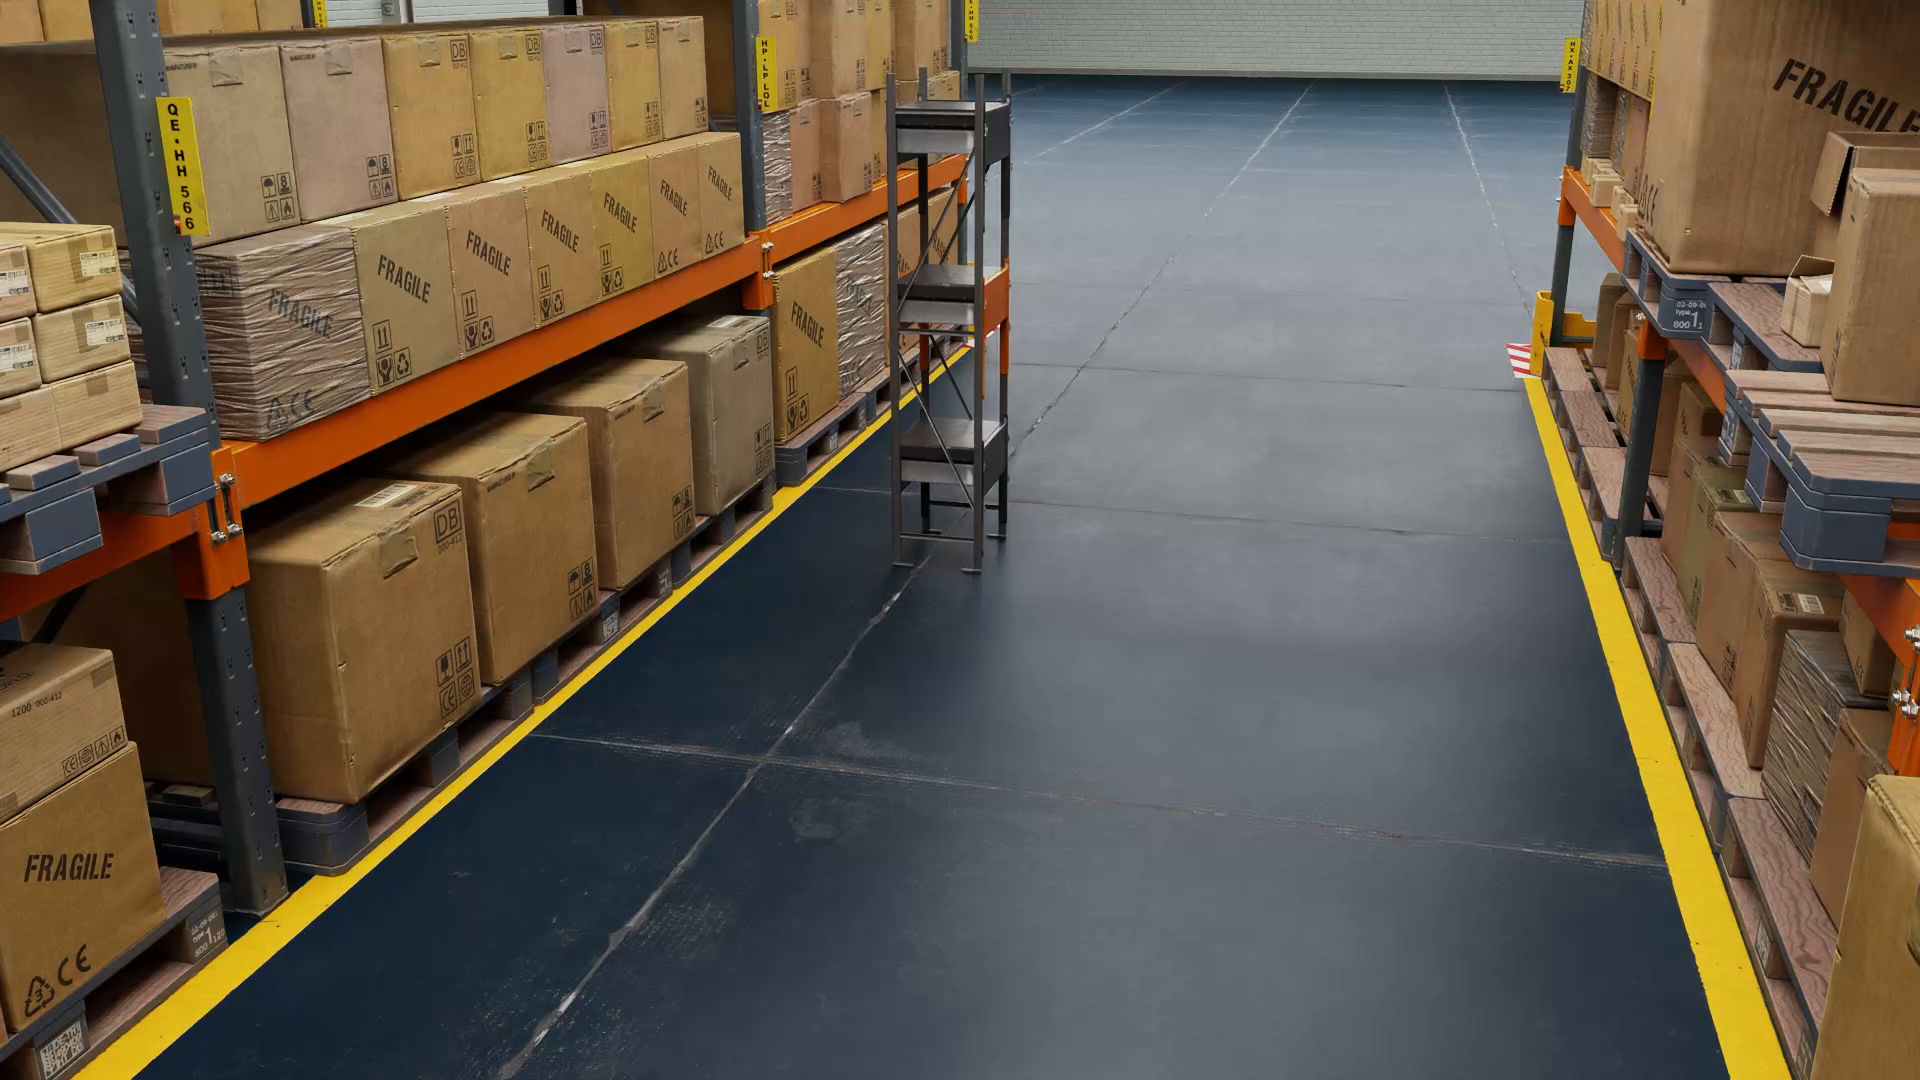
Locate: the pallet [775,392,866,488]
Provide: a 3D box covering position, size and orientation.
[{"bbox_3d":[-1.162,-0.592,9.094,1.003,0.211,1.213,5,19,13],"label":"pallet"}]

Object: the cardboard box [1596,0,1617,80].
[{"bbox_3d":[3.690,-2.707,8.811,0.500,0.500,0.500,5,19,13],"label":"cardboard box"}]

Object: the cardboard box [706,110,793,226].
[{"bbox_3d":[-1.345,-1.867,8.281,0.875,0.550,0.550,5,19,13],"label":"cardboard box"}]

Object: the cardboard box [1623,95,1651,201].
[{"bbox_3d":[3.712,-1.899,7.991,0.875,0.500,0.500,5,19,13],"label":"cardboard box"}]

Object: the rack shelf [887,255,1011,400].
[{"bbox_3d":[-0.040,-0.929,7.201,0.431,0.518,0.480,5,19,13],"label":"rack shelf"}]

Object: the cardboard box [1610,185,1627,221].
[{"bbox_3d":[3.510,-1.697,8.403,0.380,0.149,0.250,5,19,13],"label":"cardboard box"}]

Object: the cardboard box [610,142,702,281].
[{"bbox_3d":[-1.415,-1.384,6.943,0.500,0.500,0.500,4,19,13],"label":"cardboard box"}]

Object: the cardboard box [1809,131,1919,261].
[{"bbox_3d":[3.028,-0.953,5.028,0.797,0.503,0.637,7,20,19],"label":"cardboard box"}]

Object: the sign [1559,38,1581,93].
[{"bbox_3d":[3.813,-2.962,10.380,0.100,0.325,0.005,5,19,13],"label":"sign"}]

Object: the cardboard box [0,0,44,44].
[{"bbox_3d":[-5.784,-2.979,9.607,0.700,0.500,0.500,5,19,14],"label":"cardboard box"}]

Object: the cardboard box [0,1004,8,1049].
[{"bbox_3d":[-2.439,0.948,3.490,0.500,0.500,0.500,5,20,16],"label":"cardboard box"}]

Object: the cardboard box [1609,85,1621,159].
[{"bbox_3d":[4.172,-2.361,9.346,0.875,0.500,0.500,5,19,13],"label":"cardboard box"}]

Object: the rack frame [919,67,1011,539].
[{"bbox_3d":[0.019,-1.018,7.420,0.400,2.100,0.015,5,19,13],"label":"rack frame"}]

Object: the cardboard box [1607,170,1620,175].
[{"bbox_3d":[3.739,-1.928,9.080,0.380,0.149,0.250,5,19,13],"label":"cardboard box"}]

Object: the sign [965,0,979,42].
[{"bbox_3d":[0.077,-3.546,11.271,0.100,0.325,0.005,5,19,13],"label":"sign"}]

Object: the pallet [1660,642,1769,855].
[{"bbox_3d":[2.877,0.691,5.337,1.003,0.211,1.213,5,19,13],"label":"pallet"}]

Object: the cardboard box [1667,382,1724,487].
[{"bbox_3d":[3.498,-0.394,7.418,0.500,0.500,0.500,4,19,12],"label":"cardboard box"}]

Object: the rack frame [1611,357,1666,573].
[{"bbox_3d":[3.362,-1.256,6.724,1.000,3.000,0.127,5,19,13],"label":"rack frame"}]

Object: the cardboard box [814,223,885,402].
[{"bbox_3d":[-0.985,-1.347,9.628,0.875,0.875,0.875,5,19,14],"label":"cardboard box"}]

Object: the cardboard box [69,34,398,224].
[{"bbox_3d":[-2.159,-1.245,4.990,0.700,0.500,0.500,4,19,13],"label":"cardboard box"}]

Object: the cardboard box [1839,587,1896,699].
[{"bbox_3d":[2.639,0.238,4.376,0.500,0.250,0.500,7,20,20],"label":"cardboard box"}]

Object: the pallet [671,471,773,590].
[{"bbox_3d":[-1.539,-0.112,7.689,1.003,0.211,1.213,5,19,13],"label":"pallet"}]

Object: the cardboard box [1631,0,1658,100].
[{"bbox_3d":[3.326,-2.237,7.434,0.500,0.500,0.500,5,19,13],"label":"cardboard box"}]

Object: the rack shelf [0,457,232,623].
[{"bbox_3d":[-2.889,0.542,2.574,1.077,0.370,4.000,5,19,13],"label":"rack shelf"}]

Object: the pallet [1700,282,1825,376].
[{"bbox_3d":[2.828,-0.535,4.911,1.003,0.211,1.213,5,19,13],"label":"pallet"}]

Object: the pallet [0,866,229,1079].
[{"bbox_3d":[-2.593,1.139,4.027,1.003,0.211,1.213,5,19,13],"label":"pallet"}]

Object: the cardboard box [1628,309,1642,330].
[{"bbox_3d":[3.886,-0.946,9.035,0.500,0.500,0.500,7,20,18],"label":"cardboard box"}]

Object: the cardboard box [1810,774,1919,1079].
[{"bbox_3d":[2.195,1.019,2.701,1.225,0.875,0.875,4,19,11],"label":"cardboard box"}]

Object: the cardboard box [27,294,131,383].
[{"bbox_3d":[-2.080,-0.456,3.659,0.380,0.149,0.250,5,20,15],"label":"cardboard box"}]

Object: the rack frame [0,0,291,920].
[{"bbox_3d":[-2.401,-0.426,4.293,1.000,3.000,0.127,5,19,13],"label":"rack frame"}]

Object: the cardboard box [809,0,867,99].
[{"bbox_3d":[-1.013,-2.714,9.091,0.875,0.550,0.550,5,19,13],"label":"cardboard box"}]

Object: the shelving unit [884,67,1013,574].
[{"bbox_3d":[-0.040,-0.942,7.196,0.431,2.100,0.503,5,19,13],"label":"shelving unit"}]

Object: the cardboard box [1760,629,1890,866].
[{"bbox_3d":[2.652,0.586,4.518,0.700,0.500,0.500,3,19,9],"label":"cardboard box"}]

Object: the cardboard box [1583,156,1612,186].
[{"bbox_3d":[3.883,-2.166,9.778,0.380,0.149,0.250,5,19,13],"label":"cardboard box"}]

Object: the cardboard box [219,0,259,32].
[{"bbox_3d":[-5.315,-3.618,11.478,0.700,0.500,0.500,5,19,14],"label":"cardboard box"}]

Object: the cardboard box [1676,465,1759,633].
[{"bbox_3d":[3.056,0.057,6.065,0.700,0.500,0.500,5,19,13],"label":"cardboard box"}]

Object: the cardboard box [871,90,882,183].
[{"bbox_3d":[-0.954,-2.375,9.769,0.875,0.550,0.500,5,19,13],"label":"cardboard box"}]

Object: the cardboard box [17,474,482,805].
[{"bbox_3d":[-2.165,0.256,5.127,1.050,0.750,0.750,4,19,13],"label":"cardboard box"}]

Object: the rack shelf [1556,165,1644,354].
[{"bbox_3d":[3.850,-1.542,8.676,1.077,0.370,4.000,5,19,13],"label":"rack shelf"}]

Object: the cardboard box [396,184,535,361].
[{"bbox_3d":[-1.784,-0.910,5.557,0.500,0.500,0.500,5,19,13],"label":"cardboard box"}]

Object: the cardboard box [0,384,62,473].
[{"bbox_3d":[-2.138,-0.237,3.480,0.380,0.149,0.250,5,19,13],"label":"cardboard box"}]

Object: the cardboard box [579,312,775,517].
[{"bbox_3d":[-1.488,-0.612,7.669,1.050,0.750,0.750,5,19,13],"label":"cardboard box"}]

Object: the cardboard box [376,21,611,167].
[{"bbox_3d":[-1.787,-1.724,6.393,0.700,0.500,0.500,5,19,14],"label":"cardboard box"}]

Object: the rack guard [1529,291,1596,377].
[{"bbox_3d":[4.320,-1.303,10.729,1.175,0.500,0.348,5,19,13],"label":"rack guard"}]

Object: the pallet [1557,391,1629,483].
[{"bbox_3d":[3.787,-0.533,8.922,1.003,0.211,1.213,5,19,13],"label":"pallet"}]

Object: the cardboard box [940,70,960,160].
[{"bbox_3d":[-0.493,-2.884,11.259,0.875,0.550,0.550,5,19,13],"label":"cardboard box"}]

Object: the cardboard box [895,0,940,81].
[{"bbox_3d":[-0.619,-3.222,10.578,0.875,0.550,0.550,5,19,13],"label":"cardboard box"}]
